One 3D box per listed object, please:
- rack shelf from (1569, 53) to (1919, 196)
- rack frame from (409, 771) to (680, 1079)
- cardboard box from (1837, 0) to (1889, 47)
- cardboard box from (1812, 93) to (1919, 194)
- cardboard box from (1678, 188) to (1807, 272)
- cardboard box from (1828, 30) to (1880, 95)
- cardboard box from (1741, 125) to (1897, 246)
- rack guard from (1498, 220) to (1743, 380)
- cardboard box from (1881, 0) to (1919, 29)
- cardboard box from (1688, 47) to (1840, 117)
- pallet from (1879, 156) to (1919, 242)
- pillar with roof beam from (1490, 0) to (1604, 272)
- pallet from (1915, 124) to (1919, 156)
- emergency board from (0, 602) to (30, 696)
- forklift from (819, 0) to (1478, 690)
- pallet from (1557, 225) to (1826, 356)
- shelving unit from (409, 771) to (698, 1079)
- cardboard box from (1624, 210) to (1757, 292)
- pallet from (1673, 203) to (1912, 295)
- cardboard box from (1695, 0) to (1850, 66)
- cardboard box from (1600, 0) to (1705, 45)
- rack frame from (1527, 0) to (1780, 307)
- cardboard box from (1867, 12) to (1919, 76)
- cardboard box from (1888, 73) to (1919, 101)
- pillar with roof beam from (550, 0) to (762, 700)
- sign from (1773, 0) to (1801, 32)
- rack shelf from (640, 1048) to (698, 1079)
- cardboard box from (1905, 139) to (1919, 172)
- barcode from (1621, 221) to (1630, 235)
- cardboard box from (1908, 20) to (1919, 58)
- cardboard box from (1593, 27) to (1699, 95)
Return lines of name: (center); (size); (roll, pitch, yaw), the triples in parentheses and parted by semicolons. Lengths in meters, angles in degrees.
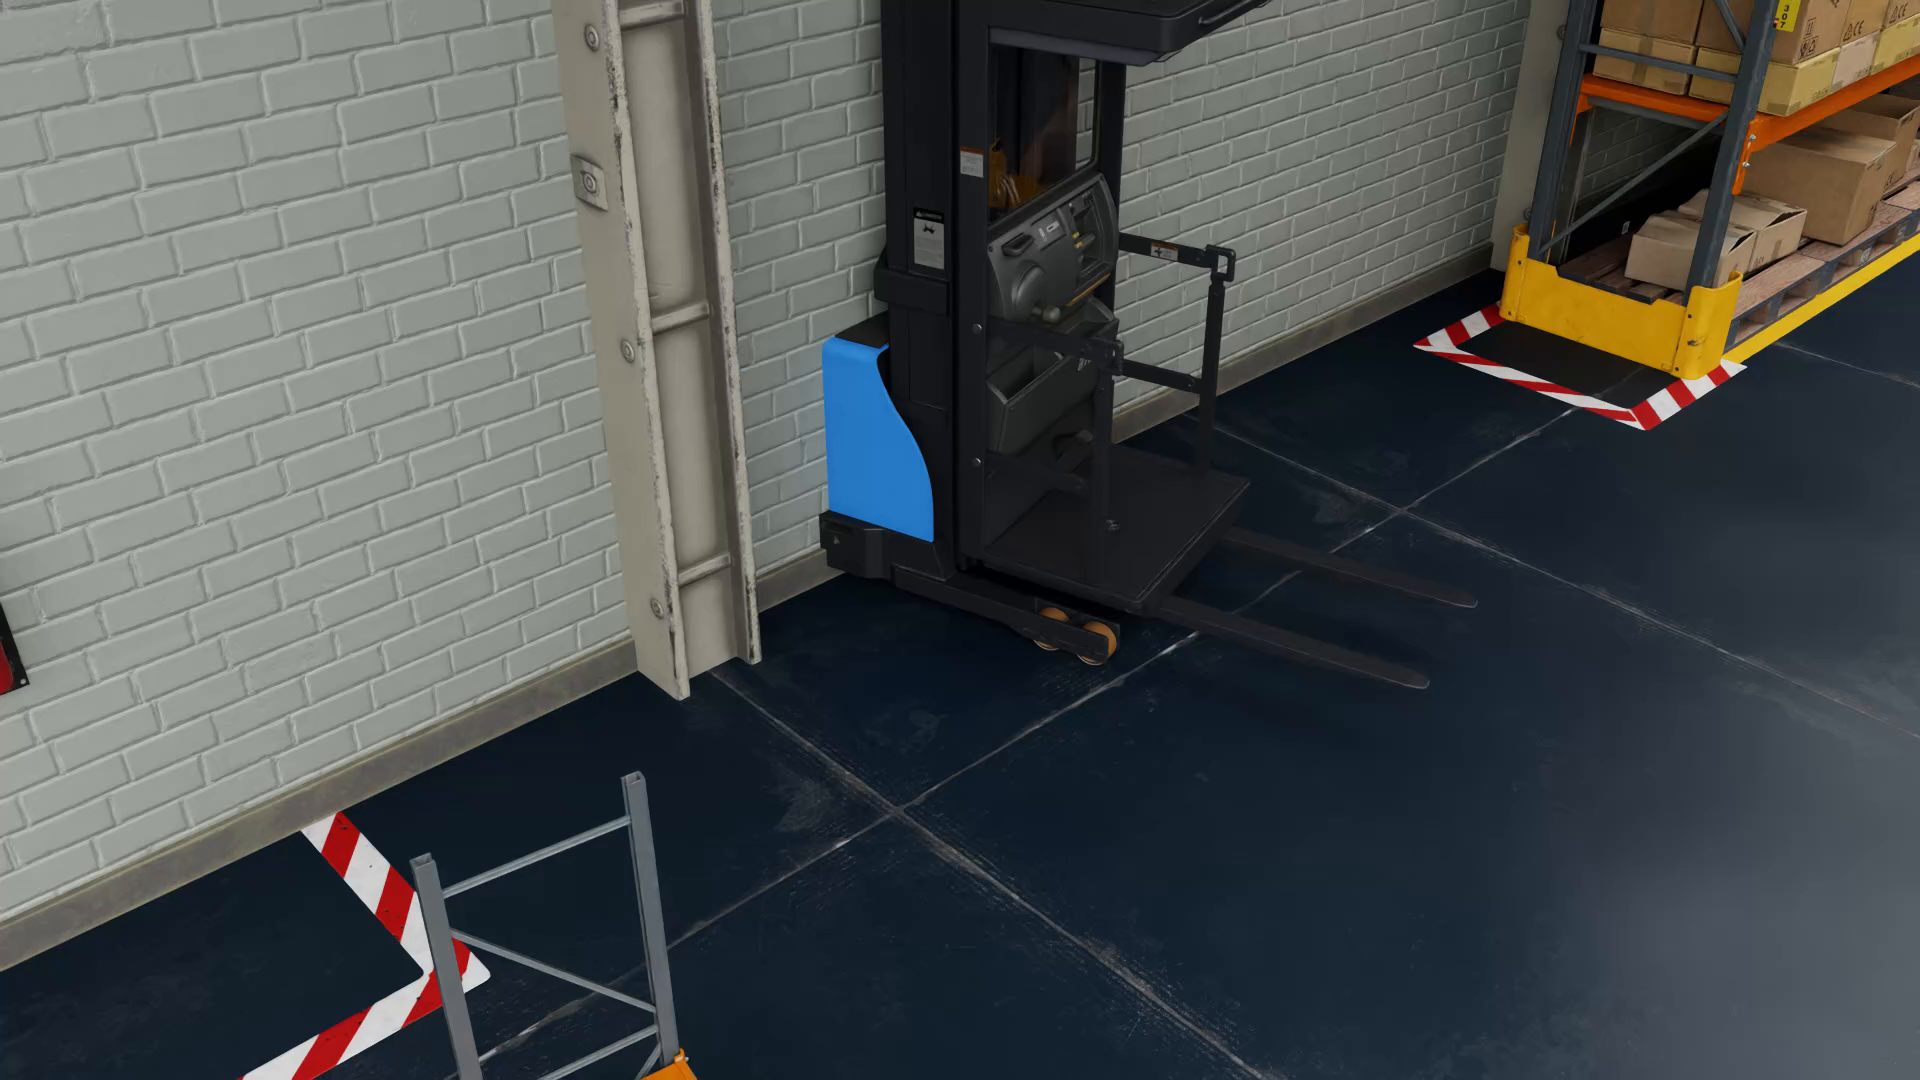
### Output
rack shelf: (4.923, -2.754, 9.568); (4.000, 0.370, 1.077); (-26, 40, -35)
rack frame: (-0.887, 1.214, 3.827); (0.500, 1.500, 0.032); (-19, 36, -29)
cardboard box: (4.380, -2.842, 8.428); (0.500, 0.500, 0.500); (-26, 40, -35)
cardboard box: (5.656, -2.508, 10.451); (0.500, 0.500, 0.500); (26, 40, 35)
cardboard box: (4.443, -1.805, 9.482); (0.500, 0.311, 0.500); (-22, 38, -32)
cardboard box: (4.402, -2.537, 8.649); (0.500, 0.250, 0.500); (-27, 41, -37)
cardboard box: (5.015, -2.127, 9.827); (0.700, 0.500, 0.500); (26, 40, 36)
rack guard: (3.513, -1.312, 8.916); (0.348, 0.500, 1.175); (-26, 40, -35)
cardboard box: (4.764, -3.023, 8.723); (0.500, 0.500, 0.500); (-27, 41, -37)
cardboard box: (4.031, -2.348, 8.338); (0.500, 0.250, 0.500); (-27, 41, -37)
pallet: (5.922, -2.329, 10.856); (1.213, 0.211, 1.003); (-26, 40, -35)
pillar with roof beam: (6.309, -3.843, 4.909); (0.400, 9.000, 9.100); (-26, 40, -35)
pallet: (6.960, -2.857, 11.720); (1.213, 0.211, 1.003); (-26, 40, -35)
emergency board: (-2.856, 0.060, 4.277); (0.643, 1.169, 0.194); (-26, 40, -35)
forklift: (0.539, -1.082, 6.210); (3.031, 2.935, 1.130); (17, 35, 26)
pallet: (4.132, -1.463, 9.441); (1.213, 0.211, 1.003); (-26, 40, -35)
shelving unit: (-0.606, 1.429, 3.475); (0.587, 1.500, 1.083); (-19, 36, -29)
cardboard box: (4.025, -1.603, 9.152); (0.500, 0.311, 0.500); (24, 39, 34)
pallet: (5.027, -1.894, 10.145); (1.213, 0.211, 1.003); (-26, 40, -35)
cardboard box: (4.011, -2.670, 8.147); (0.500, 0.500, 0.500); (-26, 40, -35)
cardboard box: (3.658, -2.864, 8.465); (0.500, 0.500, 0.500); (-26, 40, -36)
rack frame: (3.457, -2.351, 8.220); (0.127, 3.000, 1.000); (-26, 40, -35)
cardboard box: (4.779, -2.716, 8.940); (0.500, 0.250, 0.500); (-27, 40, -36)
cardboard box: (6.918, -3.159, 11.515); (0.500, 0.500, 0.700); (-24, 39, -34)
pillar with roof beam: (1.909, -1.715, 1.429); (0.400, 9.000, 9.100); (-26, 40, -35)
sign: (3.826, -2.513, 7.655); (0.005, 0.325, 0.100); (-26, 40, -35)
rack shelf: (-0.601, 1.587, 3.562); (0.538, 0.185, 1.000); (-19, 36, -29)
cardboard box: (6.018, -2.548, 10.836); (0.380, 0.166, 0.250); (23, 38, 33)
barcode: (3.767, -1.766, 9.410); (0.075, 0.075, 0.001); (-26, 40, -35)
cardboard box: (5.151, -2.894, 9.232); (0.500, 0.250, 0.500); (-25, 40, -35)
cardboard box: (3.668, -2.536, 8.646); (0.500, 0.250, 0.500); (-25, 39, -35)
